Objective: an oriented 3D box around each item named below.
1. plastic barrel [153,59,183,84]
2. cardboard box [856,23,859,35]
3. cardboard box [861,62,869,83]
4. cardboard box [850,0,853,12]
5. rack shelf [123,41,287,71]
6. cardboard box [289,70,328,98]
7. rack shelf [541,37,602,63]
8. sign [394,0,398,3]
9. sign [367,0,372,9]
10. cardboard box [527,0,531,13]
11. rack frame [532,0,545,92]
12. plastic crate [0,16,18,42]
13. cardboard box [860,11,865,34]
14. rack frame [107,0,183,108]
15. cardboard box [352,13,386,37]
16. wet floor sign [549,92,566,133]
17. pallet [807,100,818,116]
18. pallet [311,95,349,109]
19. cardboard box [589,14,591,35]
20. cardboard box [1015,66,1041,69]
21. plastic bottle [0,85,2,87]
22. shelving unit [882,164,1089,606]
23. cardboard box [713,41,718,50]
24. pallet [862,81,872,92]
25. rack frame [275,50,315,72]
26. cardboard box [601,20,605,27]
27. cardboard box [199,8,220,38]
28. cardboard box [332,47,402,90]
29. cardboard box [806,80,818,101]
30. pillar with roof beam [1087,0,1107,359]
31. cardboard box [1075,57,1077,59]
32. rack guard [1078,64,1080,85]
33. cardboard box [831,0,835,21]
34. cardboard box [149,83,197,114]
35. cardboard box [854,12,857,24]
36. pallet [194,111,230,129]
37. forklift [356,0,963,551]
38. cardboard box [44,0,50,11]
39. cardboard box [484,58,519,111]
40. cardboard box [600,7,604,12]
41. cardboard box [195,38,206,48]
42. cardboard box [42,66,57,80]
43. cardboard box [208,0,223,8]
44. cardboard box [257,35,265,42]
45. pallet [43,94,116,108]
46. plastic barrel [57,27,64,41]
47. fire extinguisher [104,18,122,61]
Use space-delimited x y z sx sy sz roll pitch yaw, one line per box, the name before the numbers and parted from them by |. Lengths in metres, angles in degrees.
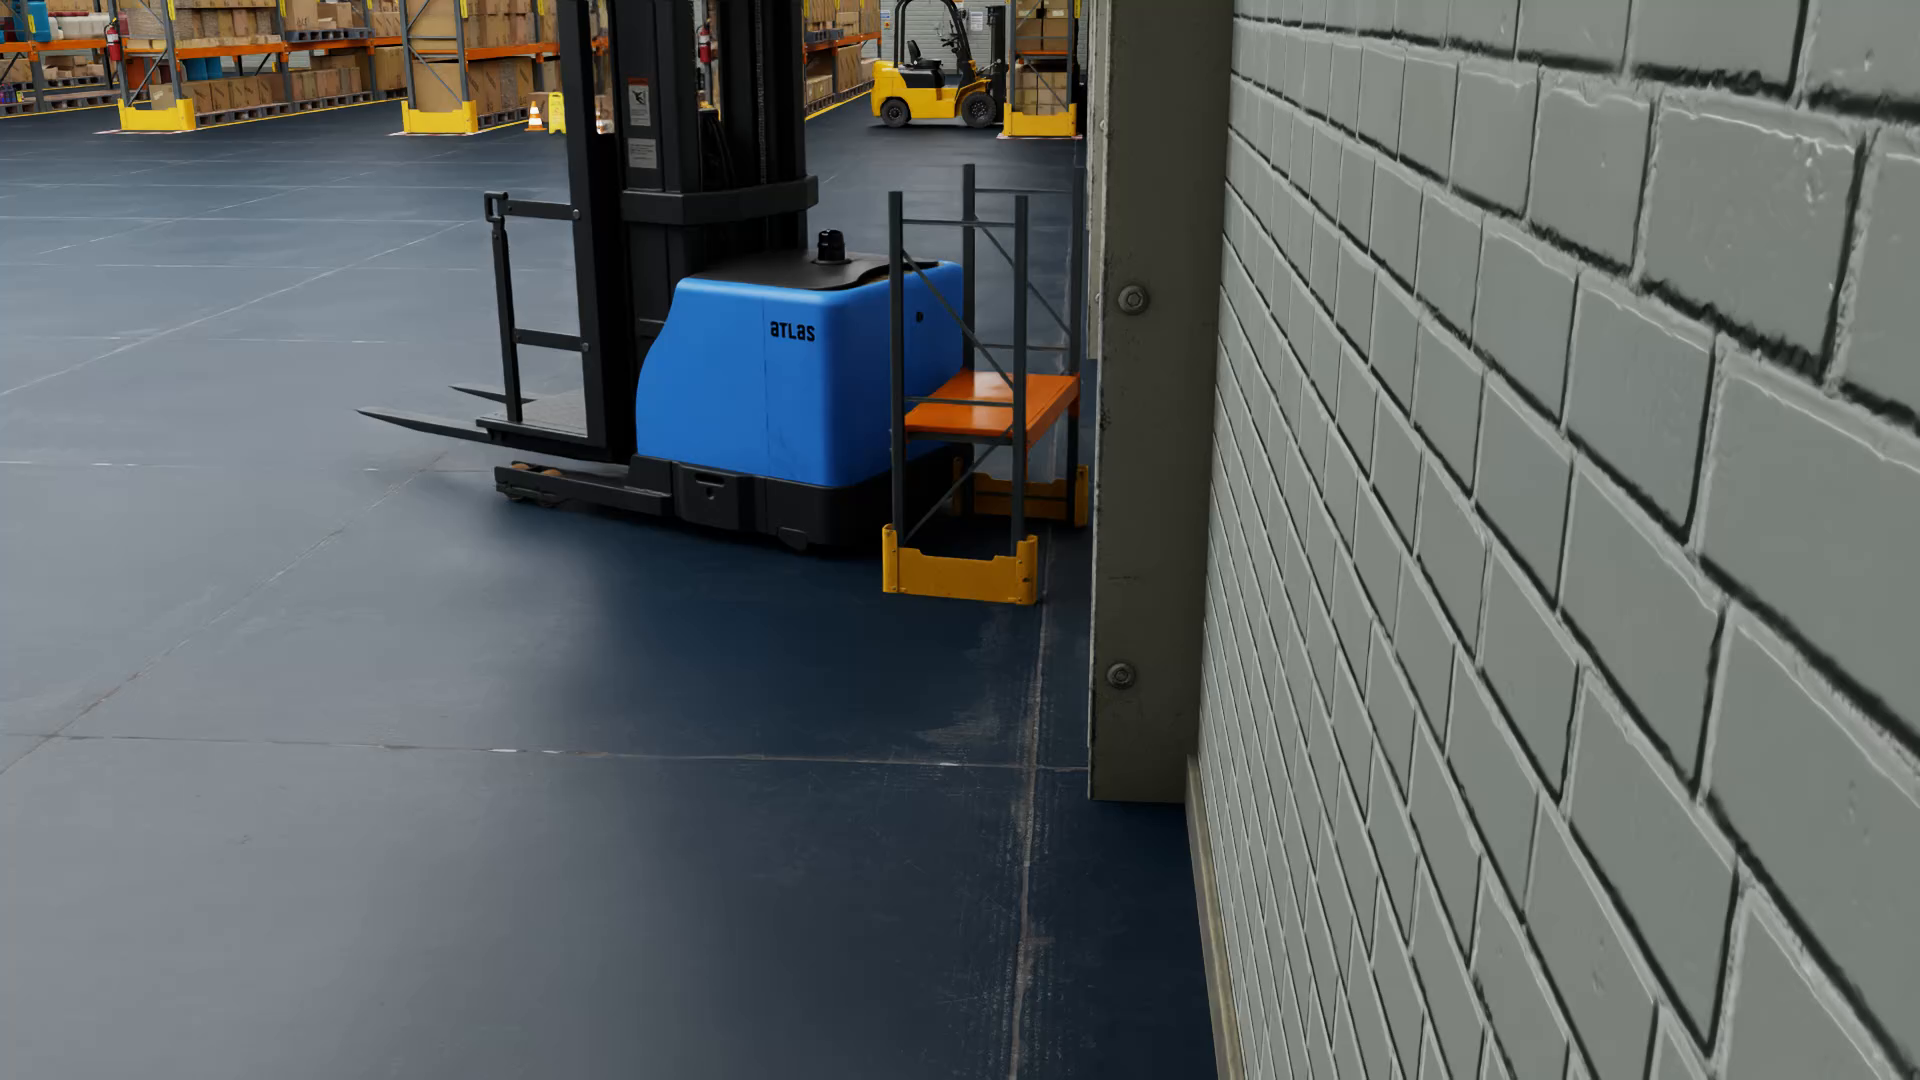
plastic barrel | -17.802 -10.492 37.324 0.600 0.588 0.708 1 18 4
cardboard box | -2.571 -11.630 37.838 0.500 0.250 0.500 1 18 3
cardboard box | -2.638 -11.020 39.179 0.875 0.438 0.875 1 18 3
cardboard box | -2.657 -11.906 36.675 0.500 0.500 0.500 2 18 6
rack shelf | -13.391 -8.619 29.566 1.077 0.370 4.000 1 18 4
cardboard box | -13.090 -9.115 33.232 0.700 0.500 0.500 0 18 -1
rack shelf | -8.165 -9.720 32.924 1.077 0.370 4.000 1 18 4
sign | -9.135 -8.877 26.958 0.100 0.325 0.005 1 18 4
sign | -12.419 -11.328 34.945 0.100 0.325 0.005 1 18 4
cardboard box | -8.369 -9.911 30.377 0.875 0.550 0.550 1 18 4
rack frame | -8.308 -9.440 30.916 1.000 3.000 0.127 1 18 4
plastic crate | -18.459 -9.881 32.157 0.402 0.464 0.583 1 18 4
cardboard box | -2.495 -12.033 38.669 0.500 0.500 0.500 2 18 6
rack frame | -13.535 -8.340 27.558 1.000 3.000 0.127 1 18 4
cardboard box | -12.655 -11.017 35.568 0.500 0.500 0.500 2 18 6
wet floor sign | -6.622 -7.026 27.329 0.267 0.644 0.232 -2 18 -6
pallet | -3.309 -8.278 31.847 1.003 0.211 1.213 1 18 4
pallet | -13.109 -8.879 33.681 1.003 0.211 1.213 1 18 4
cardboard box | -7.823 -10.429 33.774 0.500 0.500 0.500 1 18 4
cardboard box | 1.169 -8.163 29.154 0.500 0.250 0.500 2 18 6
plastic bottle | -18.091 -8.440 31.411 0.144 0.351 0.185 1 18 4
shelving unit | 0.128 -0.653 6.506 0.587 1.500 1.083 5 19 14
cardboard box | -3.837 -8.120 27.291 0.380 0.149 0.250 2 18 6
pallet | -2.657 -10.755 39.407 1.003 0.211 1.213 1 18 4
rack frame | -17.328 -13.420 43.061 1.000 3.000 0.127 1 18 4
cardboard box | -7.769 -10.981 35.346 0.380 0.149 0.250 2 18 7
cardboard box | -13.473 -9.011 28.969 0.875 0.500 0.500 1 18 4
cardboard box | -12.891 -10.228 36.059 1.225 0.875 0.875 0 18 1
cardboard box | -3.280 -8.698 32.197 0.950 0.372 0.625 2 18 7
pillar with roof beam | -3.335 -5.562 9.445 9.100 9.000 0.400 1 18 4
cardboard box | 2.372 -10.532 36.547 0.380 0.149 0.250 2 18 5
rack guard | 2.442 -11.767 42.031 1.175 0.500 0.348 1 18 4
cardboard box | -2.832 -10.845 33.889 0.500 0.500 0.500 1 18 2
cardboard box | -13.473 -7.545 28.473 0.500 0.500 0.500 5 19 14
cardboard box | -2.608 -11.714 37.294 0.500 0.250 0.500 2 18 5
pallet | -13.436 -7.290 28.832 1.003 0.211 1.213 1 18 4
forklift | -1.491 -1.668 7.306 3.031 2.935 1.130 10 21 29
cardboard box | -22.241 -12.952 39.867 0.500 0.500 0.500 2 18 5
cardboard box | -8.484 -8.156 29.735 0.875 0.875 0.875 1 18 4
cardboard box | -7.778 -11.268 35.268 0.380 0.149 0.250 1 18 2
cardboard box | -13.209 -8.537 28.561 0.380 0.149 0.250 1 18 4
cardboard box | -22.309 -11.346 40.344 0.500 0.311 0.500 1 18 4
cardboard box | -13.146 -9.479 28.791 0.500 0.500 0.500 1 18 4
cardboard box | -13.075 -9.236 30.696 0.380 0.149 0.250 1 18 4
pallet | -18.086 -8.993 34.028 1.003 0.211 1.213 1 18 4
plastic barrel | -17.940 -10.035 32.953 0.301 0.262 0.301 0 18 0
fire extinguisher | -14.003 -8.278 27.493 0.296 0.674 0.183 1 18 4
